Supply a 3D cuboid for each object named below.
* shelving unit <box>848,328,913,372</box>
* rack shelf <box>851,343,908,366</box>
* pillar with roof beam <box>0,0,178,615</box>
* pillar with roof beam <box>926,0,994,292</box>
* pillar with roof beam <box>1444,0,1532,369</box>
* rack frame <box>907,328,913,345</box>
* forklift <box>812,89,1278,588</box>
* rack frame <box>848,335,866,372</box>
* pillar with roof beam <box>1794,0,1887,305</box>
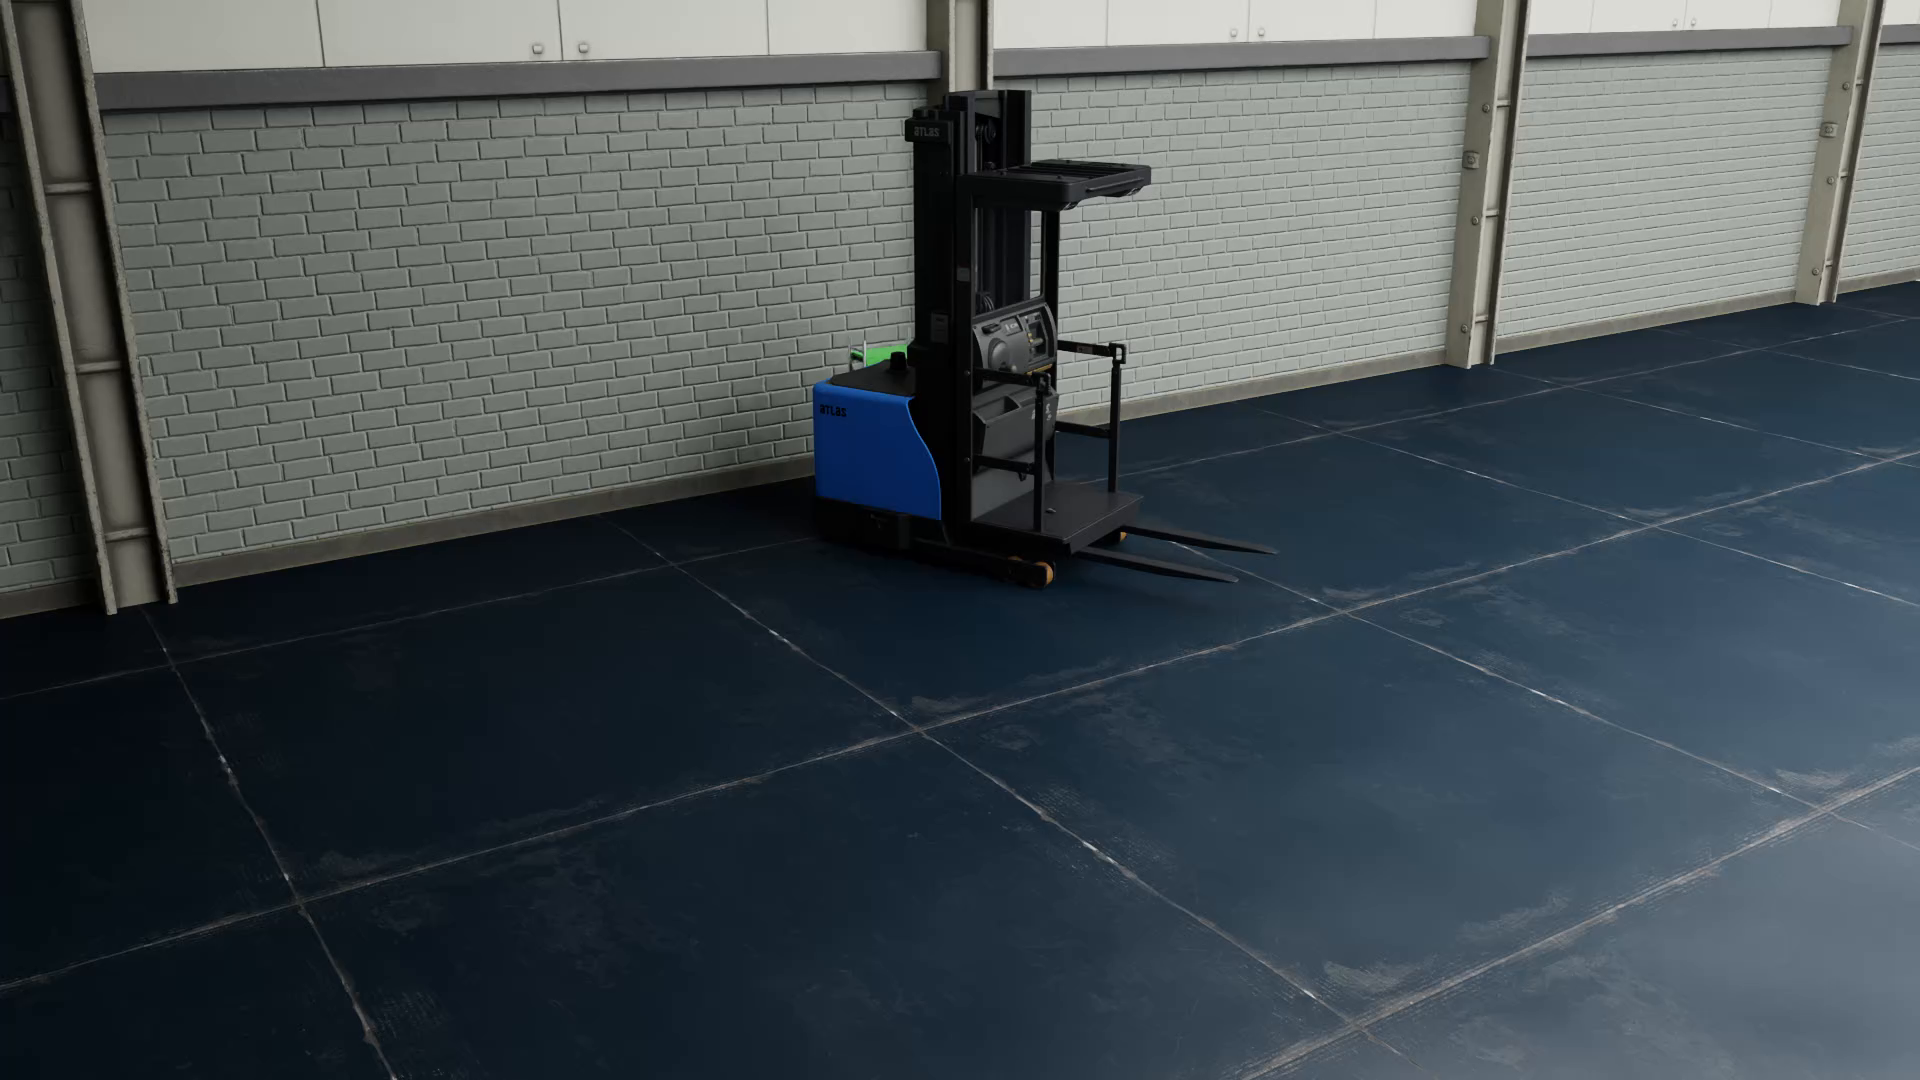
[{"bbox_3d":[-0.520,-0.895,12.019,0.503,1.200,0.258,-11,22,-30],"label":"shelving unit"},{"bbox_3d":[-0.520,-1.289,11.885,0.480,0.148,0.258,-11,22,-30],"label":"rack shelf"},{"bbox_3d":[-2.643,-2.739,5.297,0.400,9.000,9.100,-12,22,-31],"label":"pillar with roof beam"},{"bbox_3d":[2.368,-3.796,8.423,0.400,9.000,9.100,-12,22,-31],"label":"pillar with roof beam"},{"bbox_3d":[7.379,-4.853,11.549,0.400,9.000,9.100,-12,22,-31],"label":"pillar with roof beam"},{"bbox_3d":[-0.312,-0.936,12.140,0.015,1.200,0.240,-11,22,-30],"label":"rack frame"},{"bbox_3d":[0.528,-1.281,10.456,3.031,2.935,1.130,12,22,31],"label":"forklift"},{"bbox_3d":[-0.727,-0.854,11.897,0.015,1.200,0.240,-11,22,-30],"label":"rack frame"},{"bbox_3d":[12.390,-5.910,14.675,0.400,9.000,9.100,-12,22,-31],"label":"pillar with roof beam"}]
